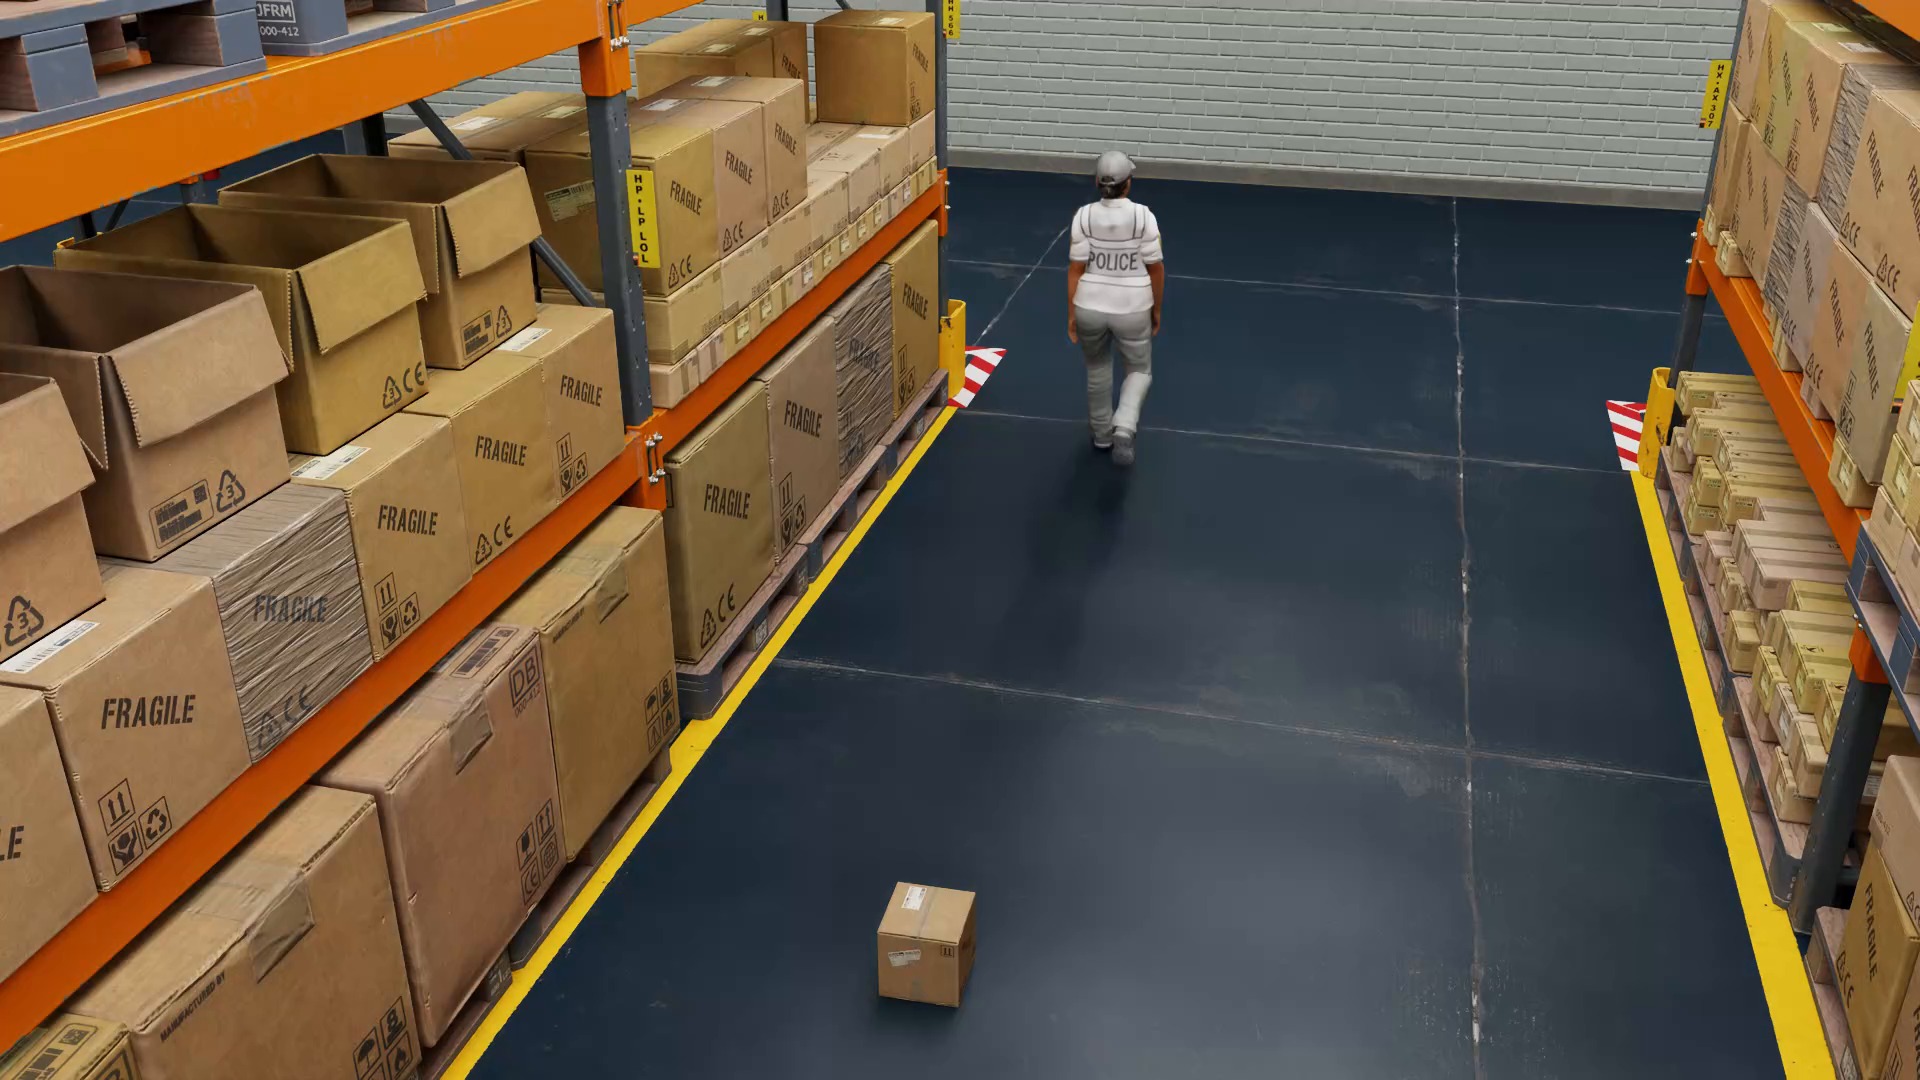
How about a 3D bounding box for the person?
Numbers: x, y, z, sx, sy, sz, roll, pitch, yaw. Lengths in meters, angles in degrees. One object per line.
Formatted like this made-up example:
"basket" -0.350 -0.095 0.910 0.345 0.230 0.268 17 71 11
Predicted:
"person" 0.790 -1.183 8.572 0.496 1.631 0.780 6 26 13
